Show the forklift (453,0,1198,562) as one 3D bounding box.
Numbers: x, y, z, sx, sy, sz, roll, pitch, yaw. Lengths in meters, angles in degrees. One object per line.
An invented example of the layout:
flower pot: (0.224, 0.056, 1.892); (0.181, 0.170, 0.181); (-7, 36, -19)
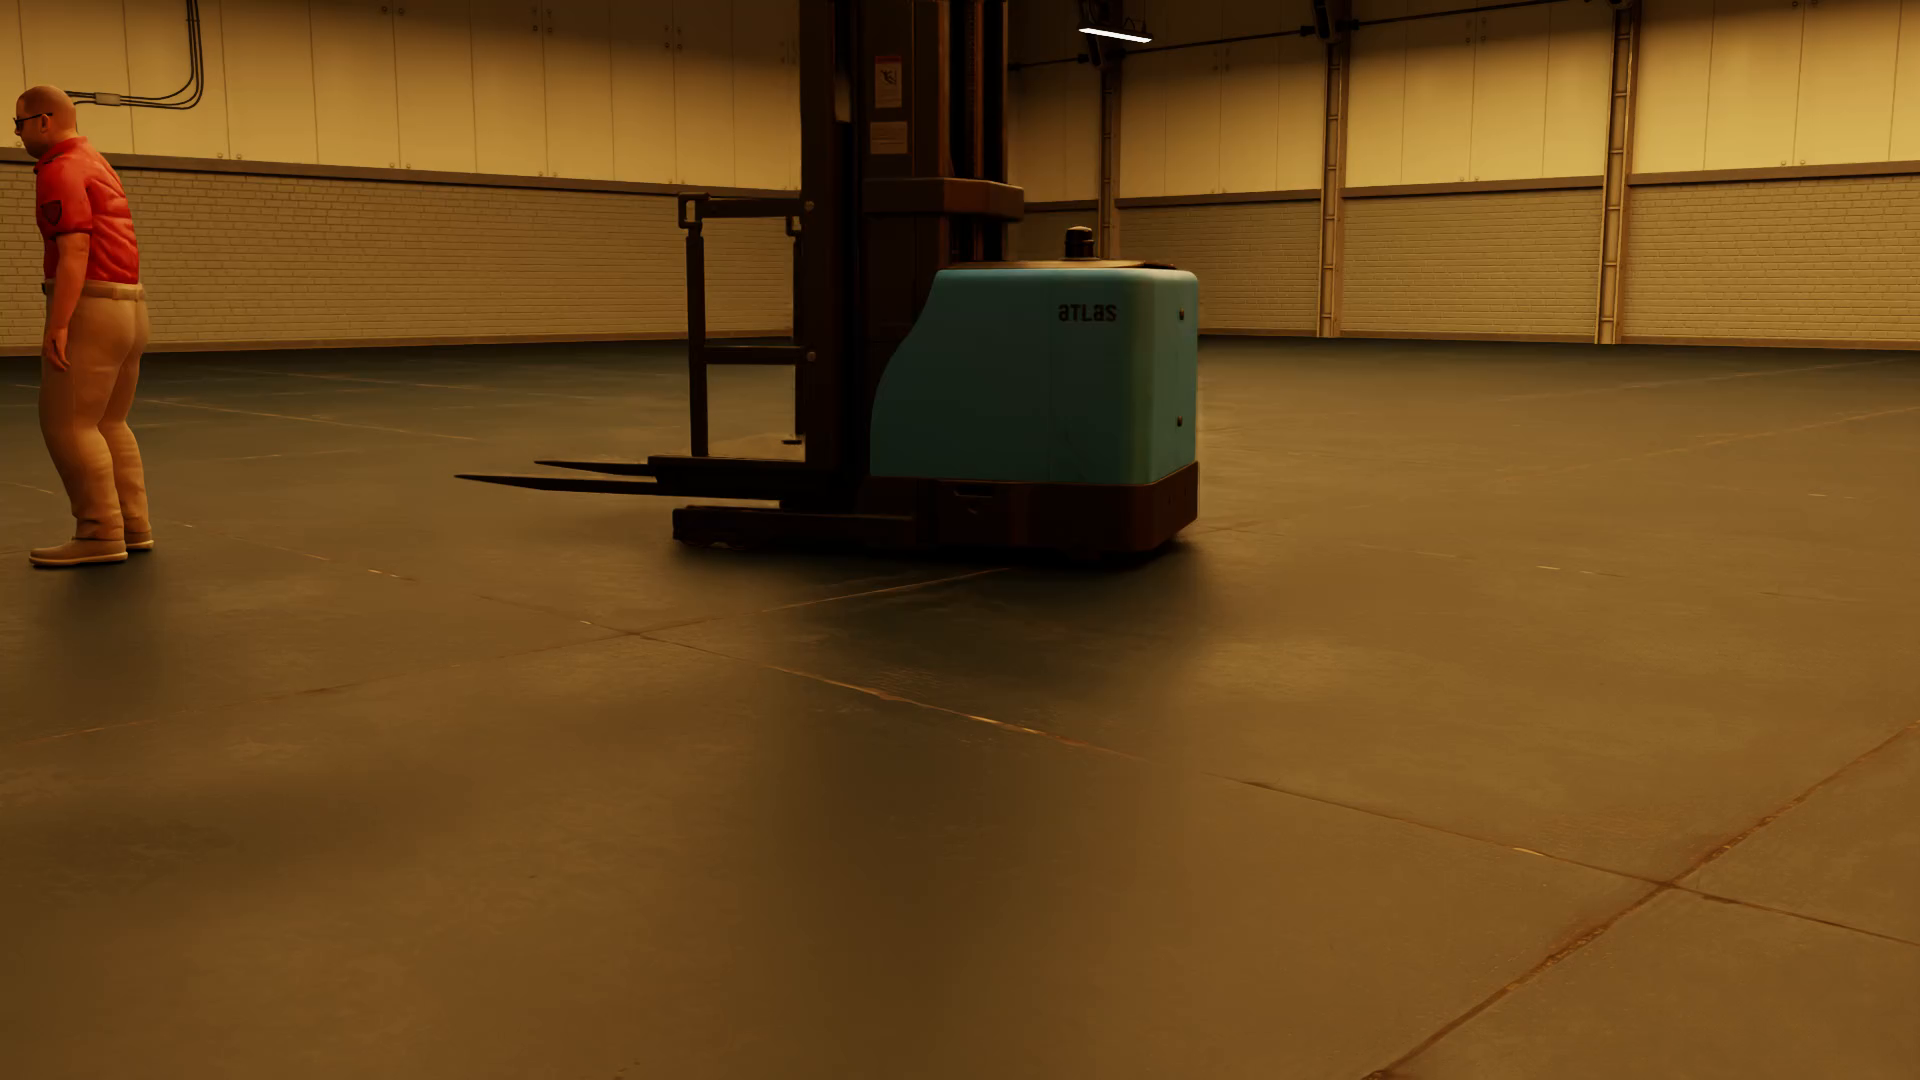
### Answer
forklift: (-0.603, -1.476, 6.678); (3.031, 2.935, 1.130); (3, 9, 18)

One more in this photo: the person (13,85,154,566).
person: (-3.236, -0.786, 6.141); (0.398, 1.725, 0.593); (-1, 9, -9)
